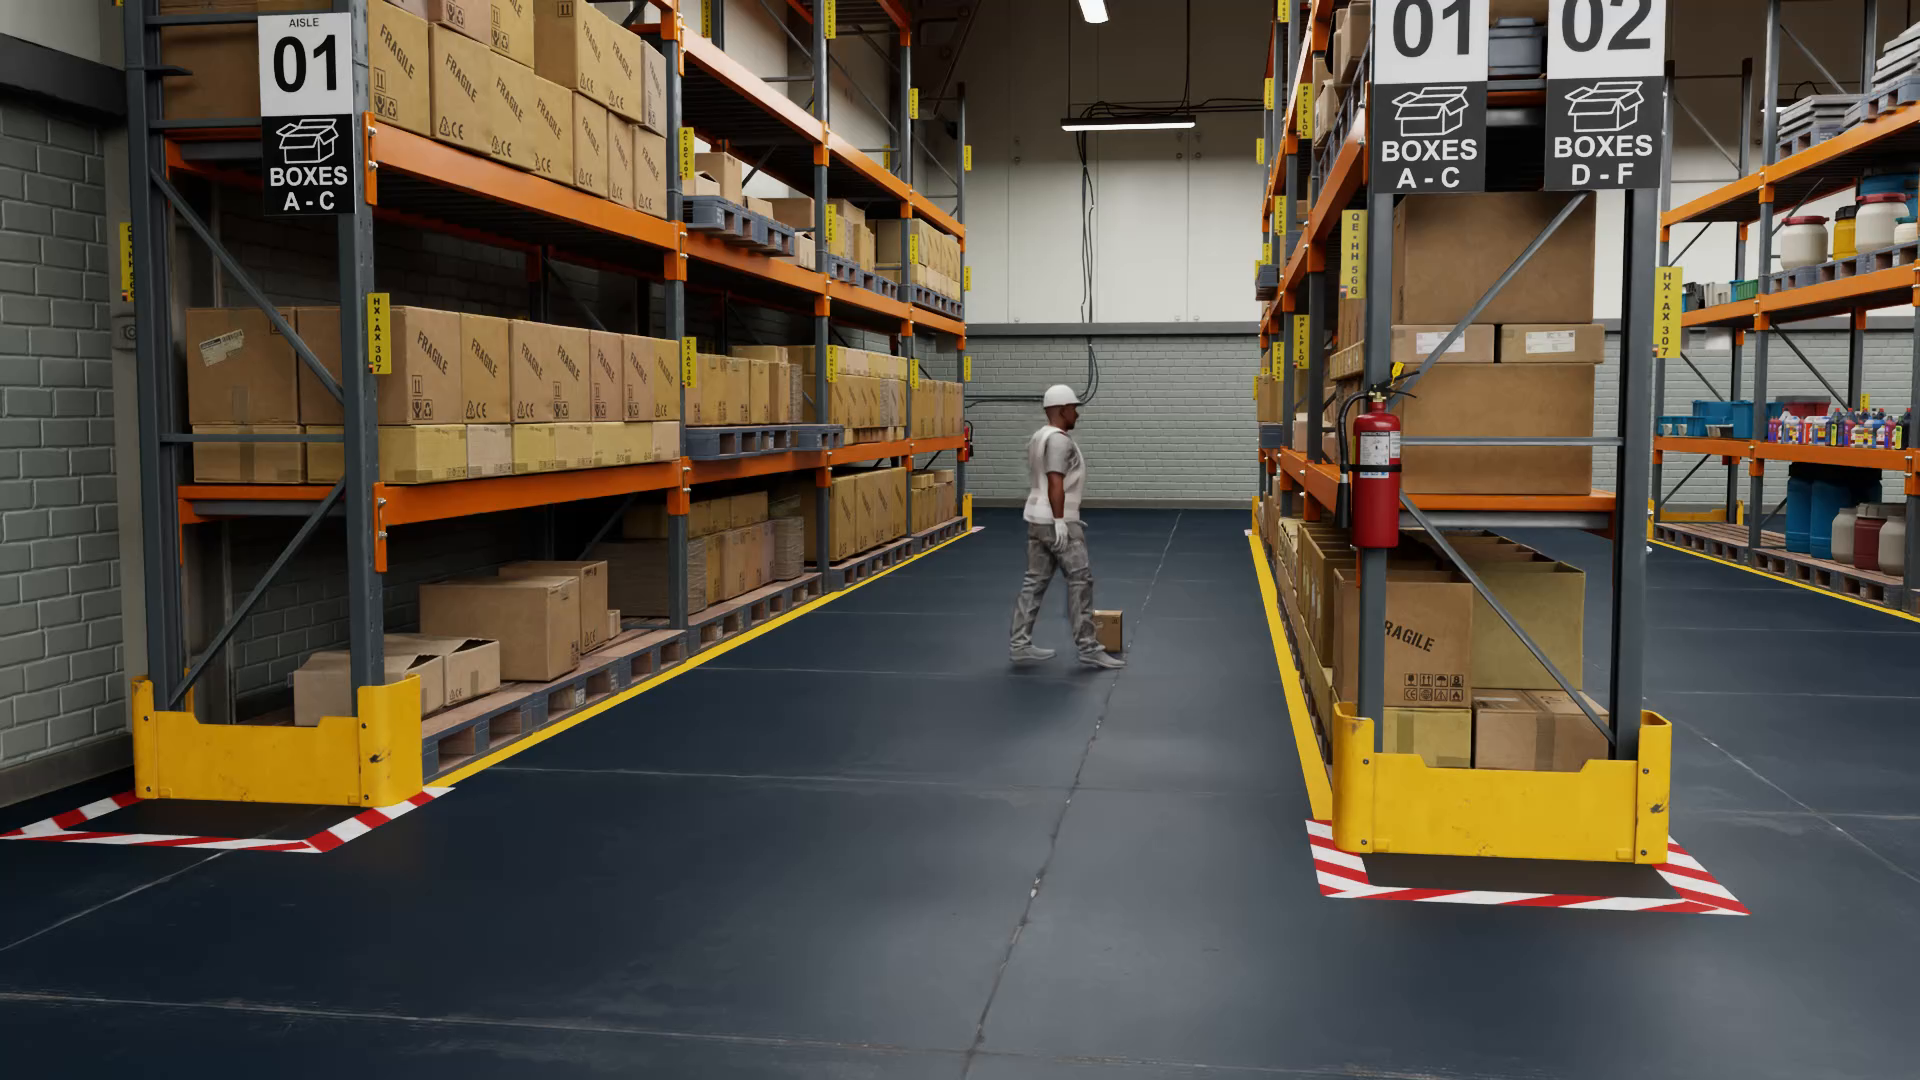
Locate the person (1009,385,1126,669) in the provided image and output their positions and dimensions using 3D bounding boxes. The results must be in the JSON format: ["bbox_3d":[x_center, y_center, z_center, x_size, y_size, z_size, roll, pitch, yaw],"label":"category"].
[{"bbox_3d":[0.664,-0.089,10.603,0.689,1.795,0.596,-1,5,-15],"label":"person"}]
